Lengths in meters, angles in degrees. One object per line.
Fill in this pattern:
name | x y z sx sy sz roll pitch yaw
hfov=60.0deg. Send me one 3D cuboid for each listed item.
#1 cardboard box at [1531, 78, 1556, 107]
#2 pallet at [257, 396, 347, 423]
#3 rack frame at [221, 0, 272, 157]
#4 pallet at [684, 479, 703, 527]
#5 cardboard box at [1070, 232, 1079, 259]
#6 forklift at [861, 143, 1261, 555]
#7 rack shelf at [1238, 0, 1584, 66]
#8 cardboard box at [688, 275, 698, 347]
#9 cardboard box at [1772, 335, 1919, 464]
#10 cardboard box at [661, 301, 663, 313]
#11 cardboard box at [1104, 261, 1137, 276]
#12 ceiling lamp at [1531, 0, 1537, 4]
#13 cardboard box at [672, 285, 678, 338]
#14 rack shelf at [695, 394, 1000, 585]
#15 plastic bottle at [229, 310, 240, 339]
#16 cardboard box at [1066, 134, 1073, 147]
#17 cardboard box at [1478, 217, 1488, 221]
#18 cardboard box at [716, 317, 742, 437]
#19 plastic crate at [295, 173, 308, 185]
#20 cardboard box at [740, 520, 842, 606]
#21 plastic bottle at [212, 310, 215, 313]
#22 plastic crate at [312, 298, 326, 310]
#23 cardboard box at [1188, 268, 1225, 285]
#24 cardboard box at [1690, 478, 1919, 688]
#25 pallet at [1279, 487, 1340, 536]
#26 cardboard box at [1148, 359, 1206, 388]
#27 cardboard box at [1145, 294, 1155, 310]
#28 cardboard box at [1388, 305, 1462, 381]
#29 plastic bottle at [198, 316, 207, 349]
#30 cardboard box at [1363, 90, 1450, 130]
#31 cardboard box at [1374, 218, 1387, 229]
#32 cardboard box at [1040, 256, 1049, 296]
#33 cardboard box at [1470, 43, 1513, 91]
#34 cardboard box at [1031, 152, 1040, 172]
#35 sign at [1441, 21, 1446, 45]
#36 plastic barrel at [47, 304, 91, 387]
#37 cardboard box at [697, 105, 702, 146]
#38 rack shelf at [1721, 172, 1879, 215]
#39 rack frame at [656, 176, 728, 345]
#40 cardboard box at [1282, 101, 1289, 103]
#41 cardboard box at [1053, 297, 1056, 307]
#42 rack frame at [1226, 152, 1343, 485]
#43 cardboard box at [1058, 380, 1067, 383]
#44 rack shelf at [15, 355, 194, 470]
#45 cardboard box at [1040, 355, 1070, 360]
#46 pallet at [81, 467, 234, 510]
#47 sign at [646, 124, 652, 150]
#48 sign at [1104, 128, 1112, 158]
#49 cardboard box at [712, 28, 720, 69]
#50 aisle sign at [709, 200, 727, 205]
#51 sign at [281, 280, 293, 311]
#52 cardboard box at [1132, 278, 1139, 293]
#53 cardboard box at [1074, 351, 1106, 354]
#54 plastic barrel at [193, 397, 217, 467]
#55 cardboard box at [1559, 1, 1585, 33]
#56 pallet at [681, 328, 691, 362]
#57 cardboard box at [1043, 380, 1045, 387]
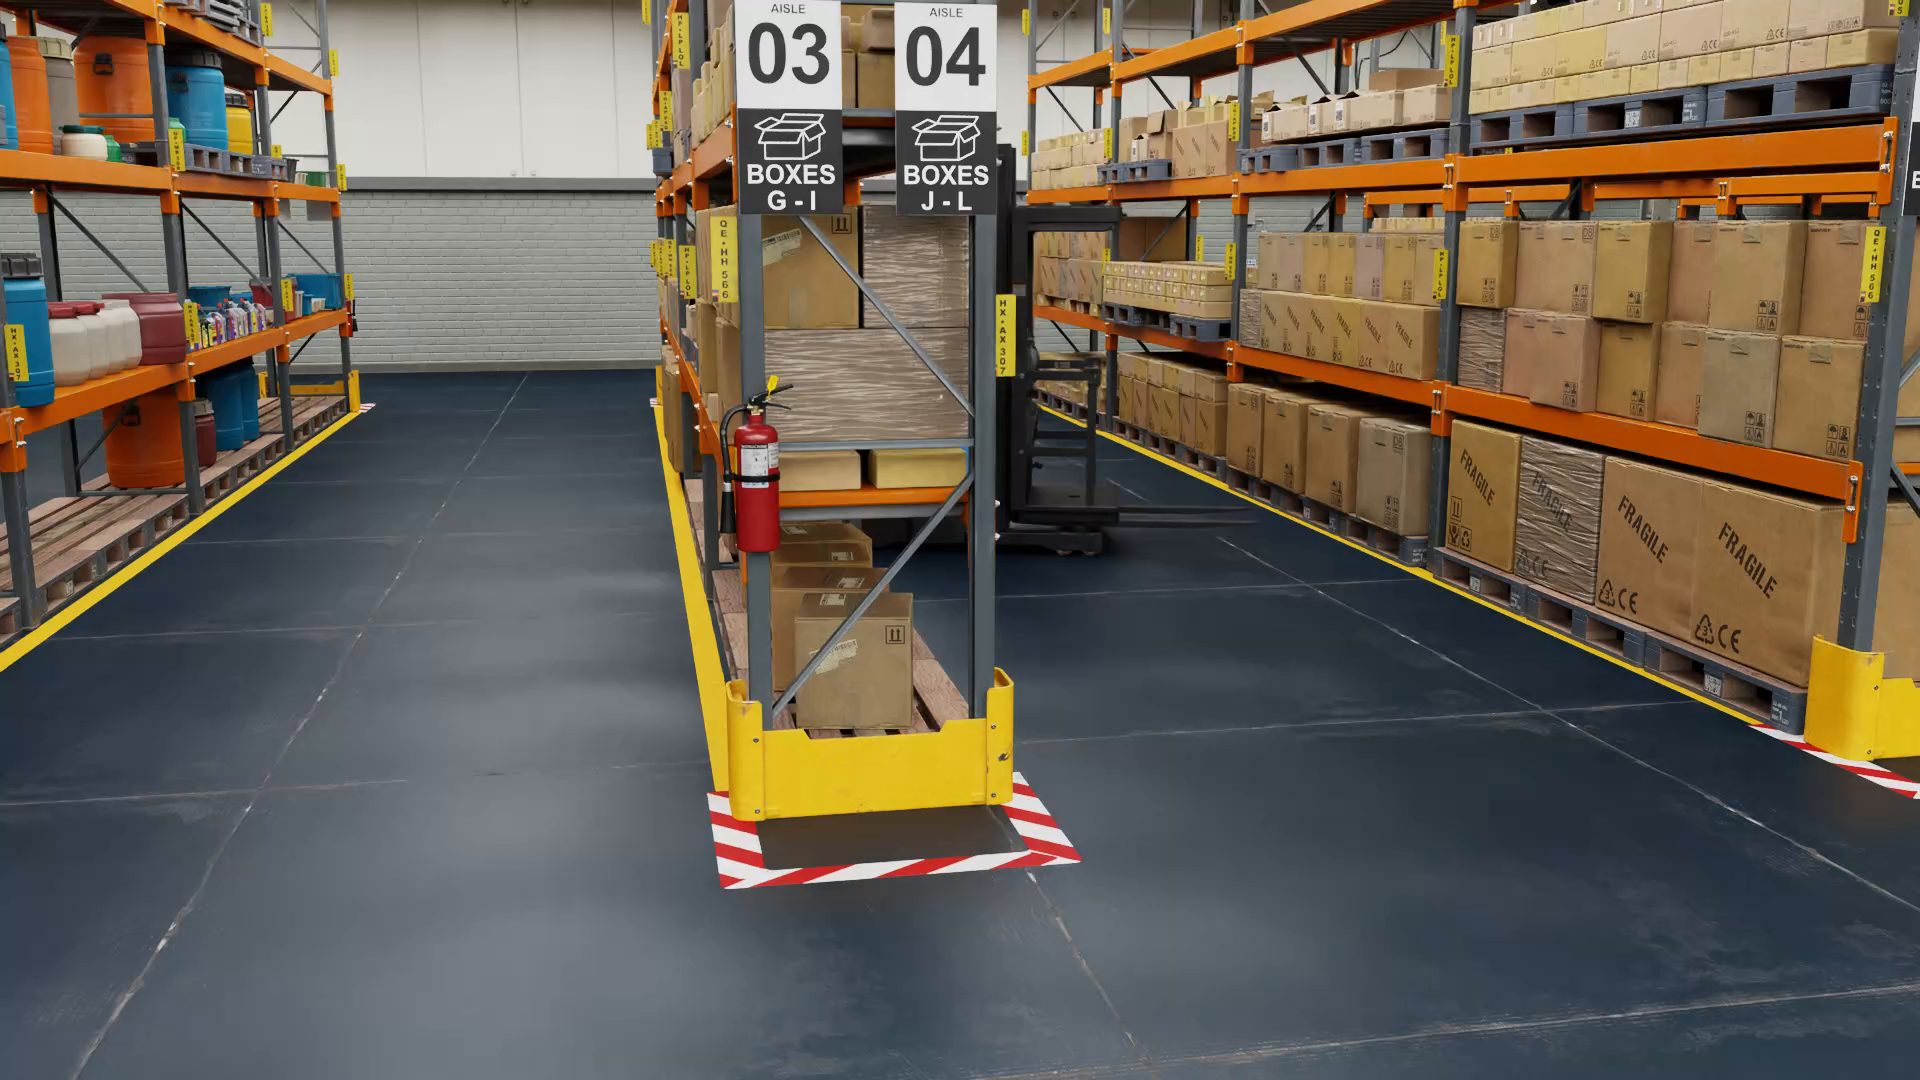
cardboard box | 3.633 -2.656 9.887 0.380 0.149 0.250 -2 11 -12
pallet | -8.207 -1.605 20.565 1.003 0.211 1.213 -2 11 -11
rack frame | -7.552 -5.341 16.691 1.000 3.000 0.127 -2 11 -11
pallet | -1.765 -0.327 13.851 1.003 0.211 1.213 -2 11 -11
cardboard box | 1.644 -3.688 20.312 0.500 0.500 0.500 -2 11 -10
forklift | 0.720 -1.432 12.383 3.031 2.935 1.130 1 11 5
rack shelf | 3.359 -4.033 12.810 1.077 0.370 4.000 -2 11 -11
cardboard box | -1.565 -1.678 12.093 0.797 0.503 0.637 -1 11 -5
cardboard box | 4.409 -0.675 7.820 0.875 0.550 0.550 -2 11 -11
cardboard box | -3.425 -2.825 20.189 0.380 0.149 0.250 -2 11 -12
cardboard box | 1.817 -3.022 18.509 0.380 0.149 0.250 -2 11 -8
ceiling lamp | 8.313 -10.071 25.929 2.000 3.185 0.800 -2 11 -11
cardboard box | -2.450 -2.158 15.744 0.500 0.500 0.500 -2 11 -13
rack shelf | -0.748 -0.387 8.629 1.077 0.370 4.000 -2 11 -11
plastic bottle | -6.917 -2.046 15.754 0.152 0.276 0.135 -2 11 -11
cardboard box | 1.516 -4.907 20.428 0.380 0.149 0.250 -2 11 -12
cardboard box | 6.672 -3.937 20.681 0.380 0.149 0.250 -2 11 -11
cardboard box | -0.654 -0.758 7.592 0.875 0.500 0.500 -2 11 -11
plastic crate | -7.684 -4.102 18.906 0.437 0.136 0.530 -2 11 -11
cardboard box | -0.980 0.094 9.740 0.500 0.500 0.500 1 11 7
plastic bottle | -7.036 -2.035 15.713 0.097 0.271 0.097 0 11 0
plastic crate | -7.993 -2.884 20.374 0.396 0.136 0.243 -2 11 -11
cardboard box | 2.378 -2.497 15.749 0.380 0.149 0.250 -2 11 -12
cardboard box | 4.329 0.181 8.285 0.875 0.875 0.875 -2 11 -11
pallet | 3.283 -0.262 13.507 1.003 0.211 1.213 -2 11 -11
cardboard box | 2.277 -1.746 17.405 0.500 0.250 0.500 -2 11 -9
cardboard box | 2.122 -2.444 17.064 0.380 0.149 0.250 -3 11 -14
cardboard box | 3.384 -1.404 11.782 0.500 0.500 0.500 -2 11 -11
plastic bottle | -6.612 -1.805 14.470 0.061 0.283 0.133 -2 11 -11
cardboard box | 3.292 -3.142 12.172 0.500 0.250 0.500 -2 11 -11
cardboard box | 6.047 -4.452 23.387 0.380 0.149 0.250 -2 11 -10
cardboard box | 1.359 -3.475 21.869 0.500 0.500 0.500 -2 11 -11
cardboard box | 3.568 -2.970 10.472 0.500 0.250 0.500 -2 11 -11
cardboard box | 1.246 -5.023 22.107 0.500 0.250 0.500 -2 11 -10
sign | 6.785 -7.130 23.380 0.100 0.325 0.005 -2 11 -11
plastic barrel | -6.109 -1.311 11.201 0.433 0.535 0.433 0 11 0
cardboard box | -1.193 -2.318 9.231 0.500 0.250 0.500 -2 11 -12
rack shelf | 8.194 -2.954 14.096 1.077 0.370 4.000 -2 11 -11
rack frame | -3.471 -3.308 22.052 1.000 3.000 0.127 -2 11 -11
cardboard box | 2.973 -4.125 16.010 0.396 0.266 0.258 -2 11 -11
cardboard box | 1.430 -3.136 21.821 0.380 0.149 0.250 -2 11 -8
rack frame | 2.970 -2.002 15.194 1.000 3.000 0.127 -2 11 -11
cardboard box | 1.484 -2.126 21.549 0.380 0.149 0.250 -3 11 -14
rack shelf | -6.385 -0.940 11.537 1.077 0.370 4.000 -2 11 -11
cardboard box | 1.277 -2.362 21.995 0.380 0.149 0.250 -2 11 -11
pallet | -6.968 -0.434 14.410 1.003 0.211 1.213 -2 11 -11
sign | -4.017 -5.230 21.582 0.100 0.325 0.005 -2 11 -11
sign | 1.661 -4.442 18.608 0.100 0.325 0.005 -2 11 -11
cardboard box | -0.888 -2.152 7.292 0.380 0.149 0.250 -2 11 -11
aisle sign | -3.191 -4.609 21.936 0.394 0.787 0.004 -2 11 -11
sign | -7.012 -2.550 17.329 0.100 0.325 0.005 -2 11 -11
cardboard box | 2.026 -2.684 17.529 0.380 0.149 0.250 -2 11 -9
cardboard box | 1.765 -2.480 22.613 0.380 0.149 0.250 -2 11 -10
plastic barrel | -7.105 -0.978 15.140 0.600 0.588 0.708 -2 11 -11
cardboard box | 3.685 -3.000 9.561 0.380 0.149 0.250 -2 11 -10
pallet | -1.672 -1.619 13.695 1.213 0.211 1.003 -2 11 -11
cardboard box | 1.333 -2.123 22.327 0.380 0.149 0.250 -2 11 -11
